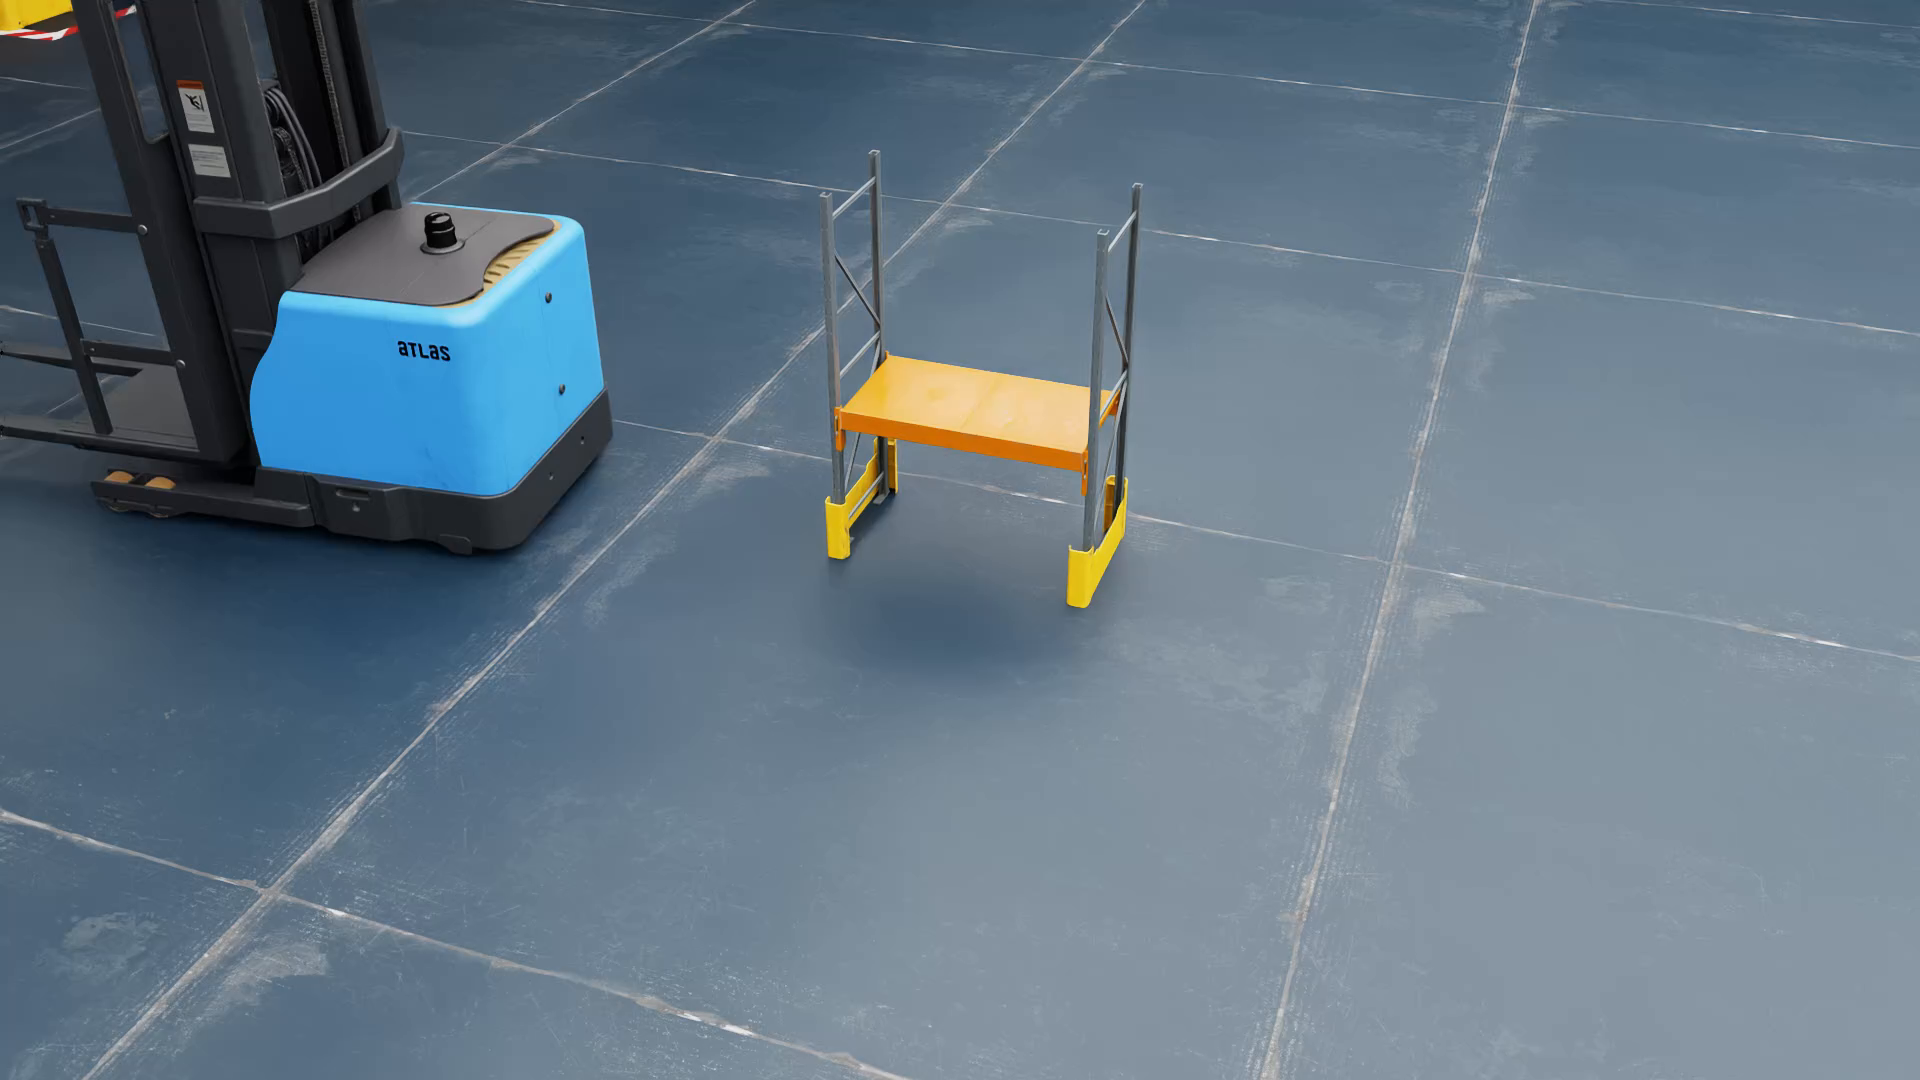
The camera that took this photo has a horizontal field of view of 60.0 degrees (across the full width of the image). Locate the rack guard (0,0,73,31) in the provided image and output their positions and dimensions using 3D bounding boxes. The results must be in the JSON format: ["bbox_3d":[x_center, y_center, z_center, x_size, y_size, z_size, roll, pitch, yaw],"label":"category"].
[{"bbox_3d":[-7.280,-4.459,13.195,0.348,0.500,1.175,11,34,16],"label":"rack guard"}]

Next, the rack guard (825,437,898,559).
[{"bbox_3d":[-0.397,-0.182,6.802,0.087,0.250,0.587,11,34,16],"label":"rack guard"}]

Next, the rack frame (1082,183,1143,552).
[{"bbox_3d":[0.559,-0.521,6.175,0.032,1.500,0.500,11,34,16],"label":"rack frame"}]

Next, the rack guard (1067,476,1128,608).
[{"bbox_3d":[0.541,0.000,6.519,0.087,0.250,0.587,11,34,16],"label":"rack guard"}]

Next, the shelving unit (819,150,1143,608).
[{"bbox_3d":[0.072,-0.616,6.322,1.083,1.500,0.587,11,34,16],"label":"shelving unit"}]

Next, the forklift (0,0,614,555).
[{"bbox_3d":[-3.102,-1.591,6.513,3.031,2.935,1.130,8,34,12],"label":"forklift"}]

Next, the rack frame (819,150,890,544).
[{"bbox_3d":[-0.398,-0.707,6.463,0.032,1.500,0.500,11,34,16],"label":"rack frame"}]

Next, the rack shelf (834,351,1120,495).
[{"bbox_3d":[0.080,-0.463,6.417,1.000,0.185,0.538,11,34,16],"label":"rack shelf"}]
